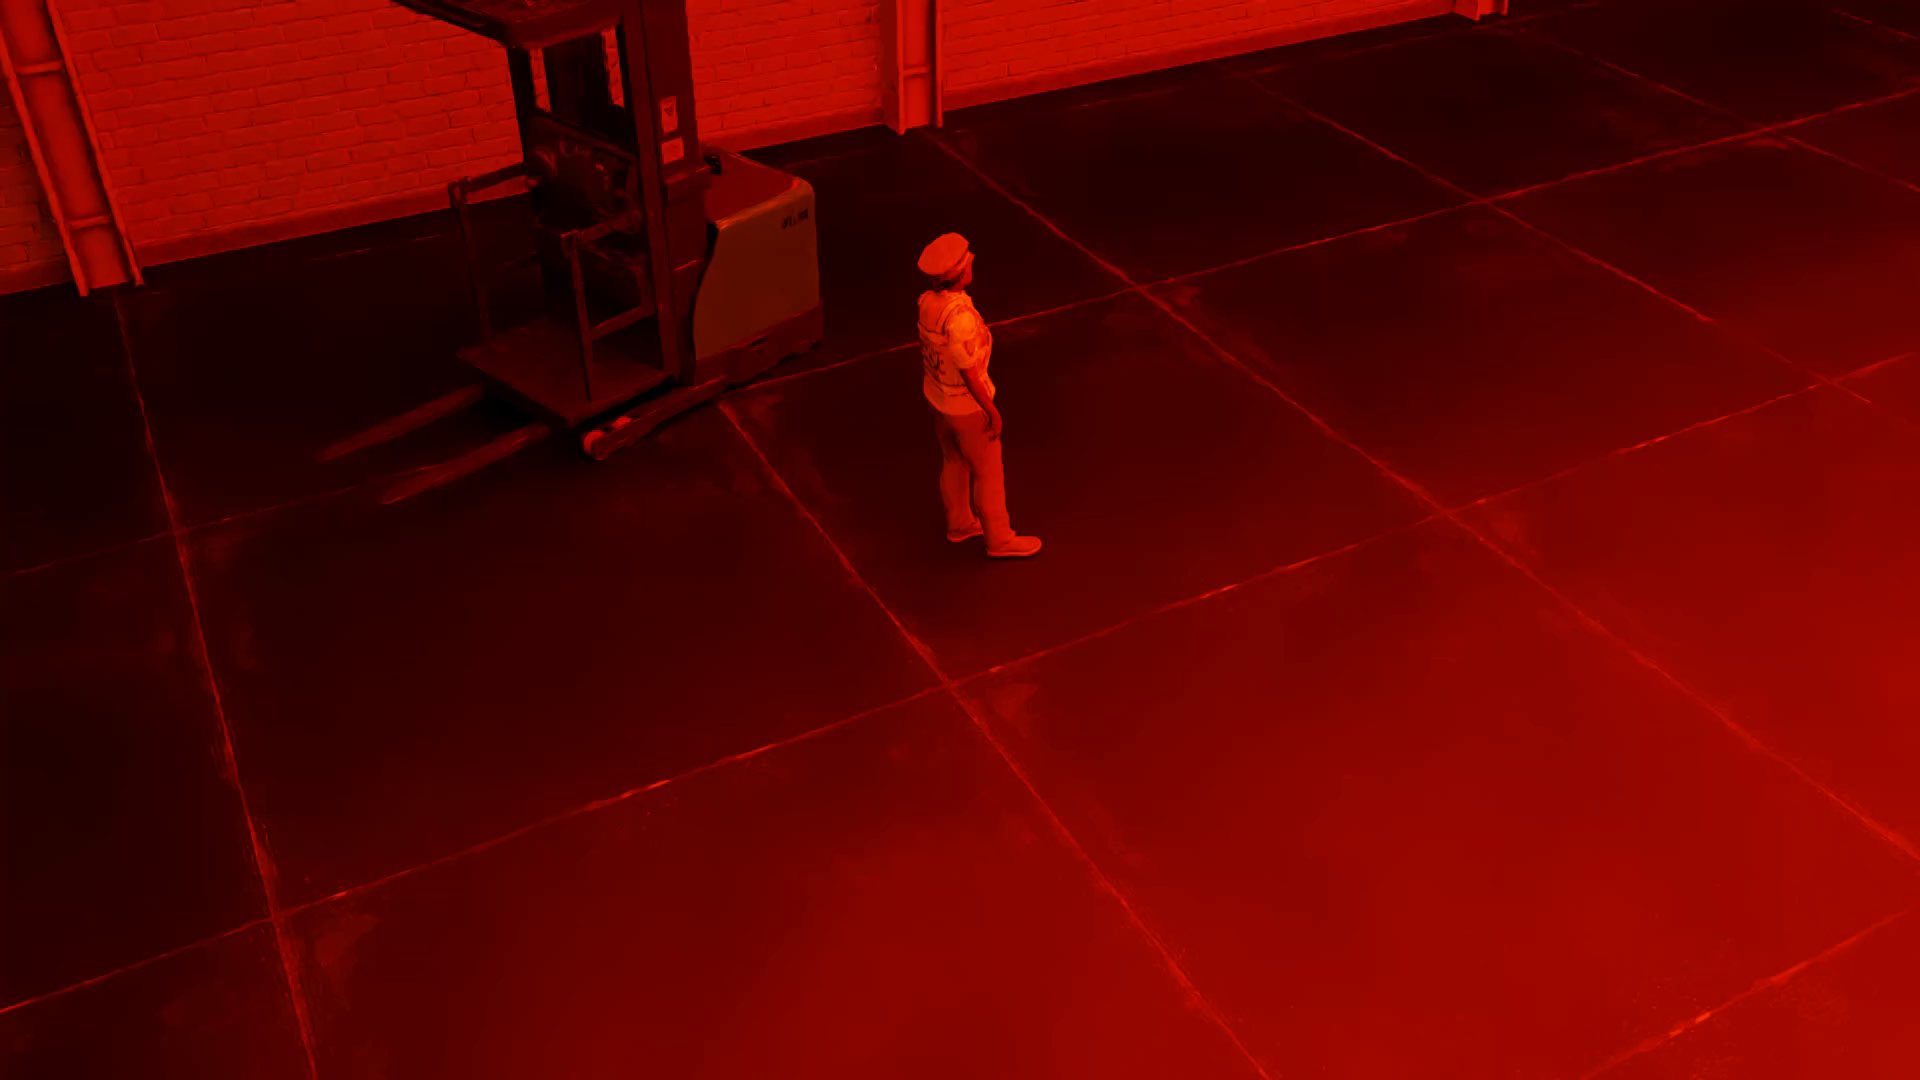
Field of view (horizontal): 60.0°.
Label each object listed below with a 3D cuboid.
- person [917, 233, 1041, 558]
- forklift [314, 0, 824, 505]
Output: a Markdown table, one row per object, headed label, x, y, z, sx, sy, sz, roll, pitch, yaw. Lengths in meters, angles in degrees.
| label | x | y | z | sx | sy | sz | roll | pitch | yaw |
| --- | --- | --- | --- | --- | --- | --- | --- | --- | --- |
| person | 0.075 | -0.709 | 8.183 | 0.529 | 1.695 | 0.570 | -17 | 39 | -23 |
| forklift | -2.202 | -1.975 | 8.916 | 1.130 | 2.935 | 3.031 | 27 | 44 | 33 |
